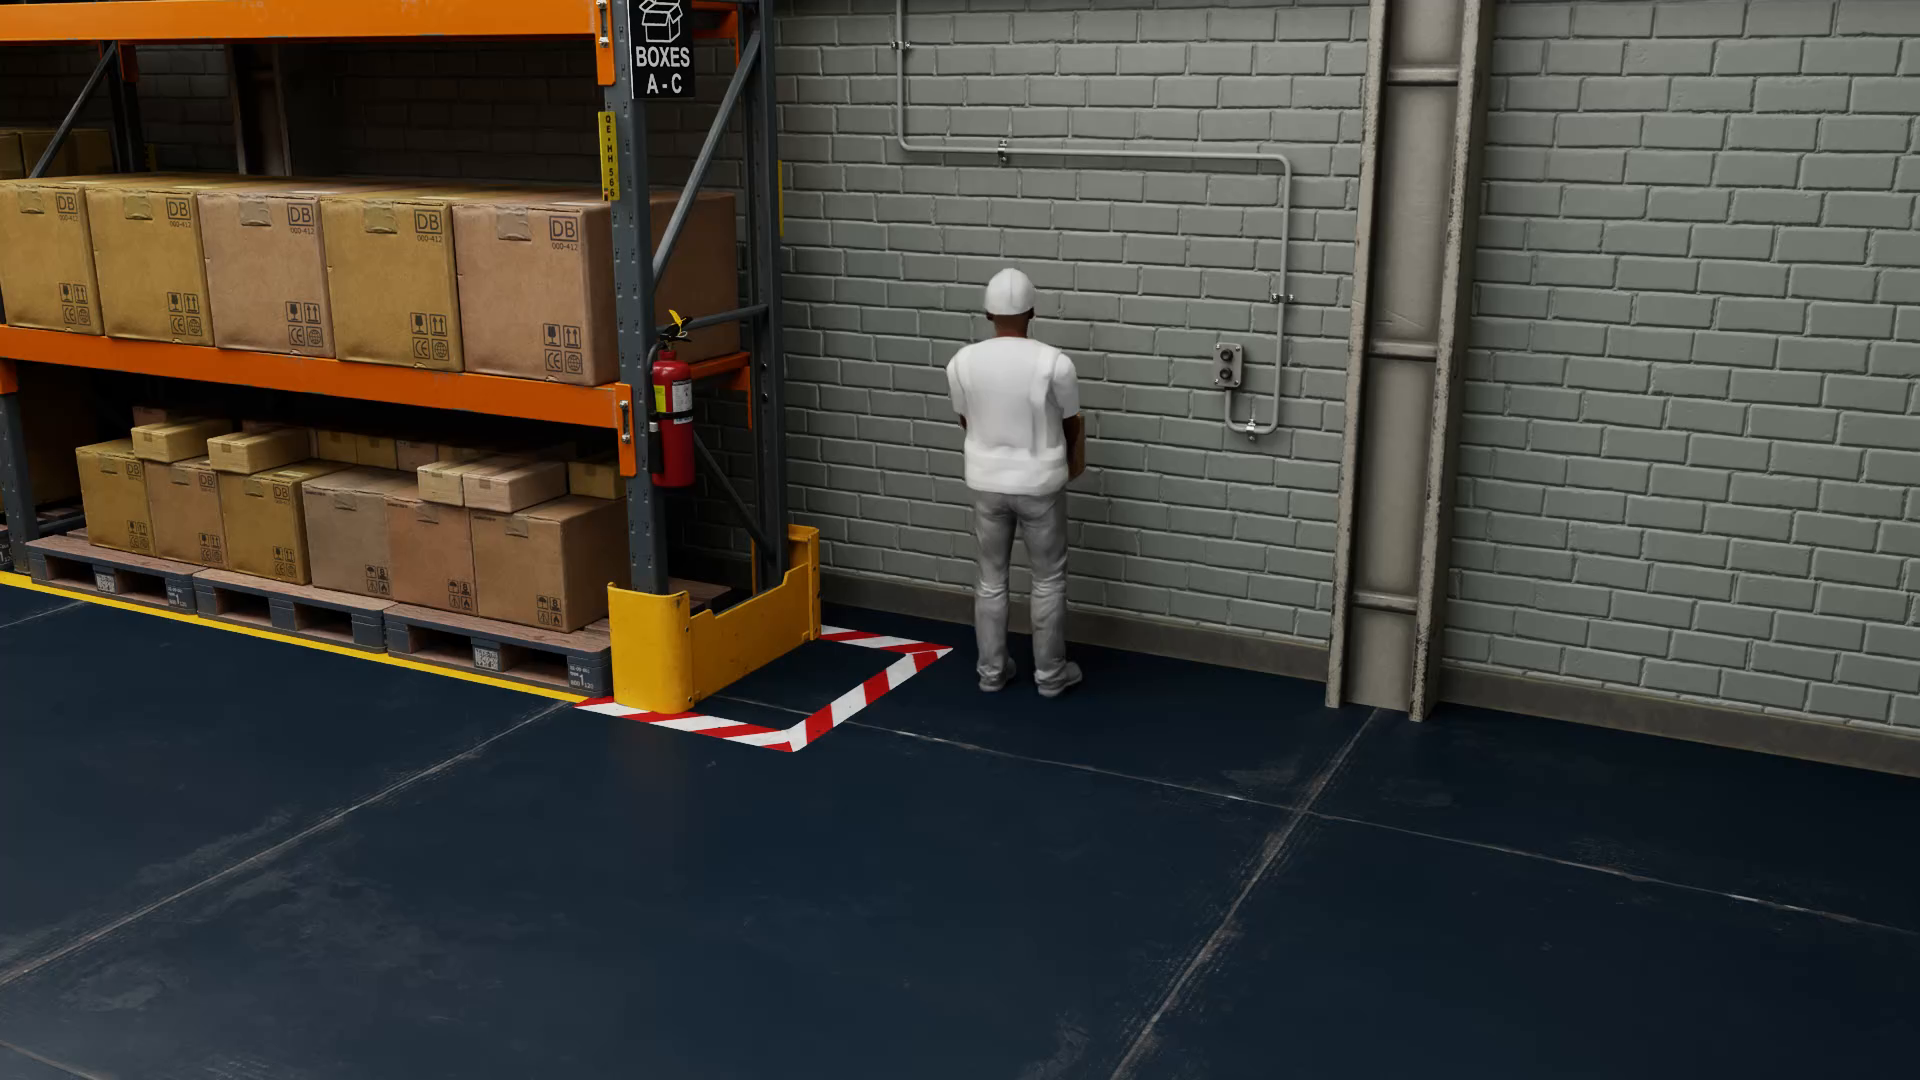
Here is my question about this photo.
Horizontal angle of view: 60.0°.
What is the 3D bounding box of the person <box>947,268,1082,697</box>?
[{"bbox_3d":[0.248,-0.245,6.848,0.530,1.771,0.566,4,16,15],"label":"person"}]
